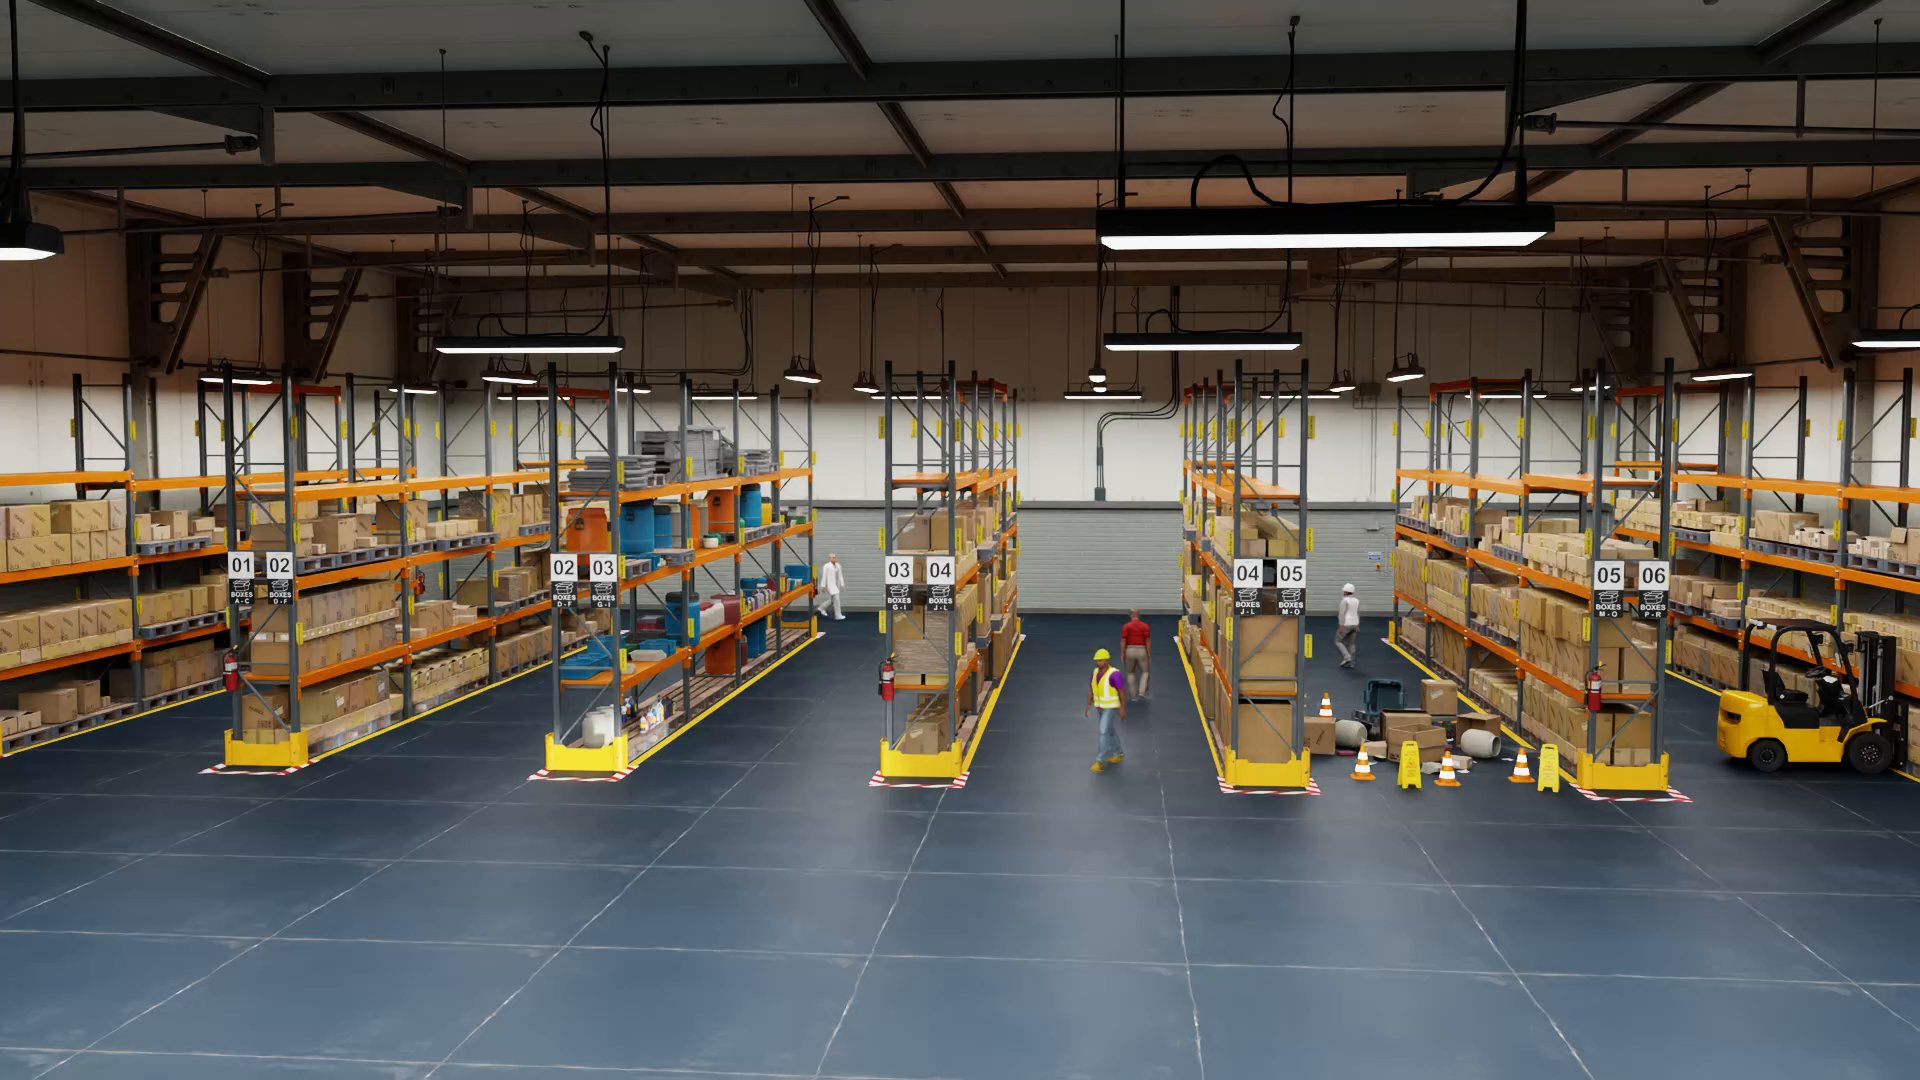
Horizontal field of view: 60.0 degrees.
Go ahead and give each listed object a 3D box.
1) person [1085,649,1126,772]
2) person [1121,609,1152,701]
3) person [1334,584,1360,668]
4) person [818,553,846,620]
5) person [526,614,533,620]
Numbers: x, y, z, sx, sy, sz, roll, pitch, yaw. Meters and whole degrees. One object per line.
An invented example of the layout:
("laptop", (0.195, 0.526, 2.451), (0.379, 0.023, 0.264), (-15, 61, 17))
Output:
("person", (2.136, 2.494, 24.722), (0.868, 1.742, 0.594), (-3, 5, -34))
("person", (3.255, 2.127, 30.719), (0.577, 1.723, 0.548), (0, 4, 1))
("person", (8.216, 1.809, 35.090), (0.573, 1.775, 0.457), (-2, 4, -32))
("person", (-3.390, 1.223, 44.088), (1.021, 1.745, 0.559), (2, 4, 33))
("person", (-10.922, 1.471, 41.198), (0.533, 1.605, 0.736), (0, 4, 6))
